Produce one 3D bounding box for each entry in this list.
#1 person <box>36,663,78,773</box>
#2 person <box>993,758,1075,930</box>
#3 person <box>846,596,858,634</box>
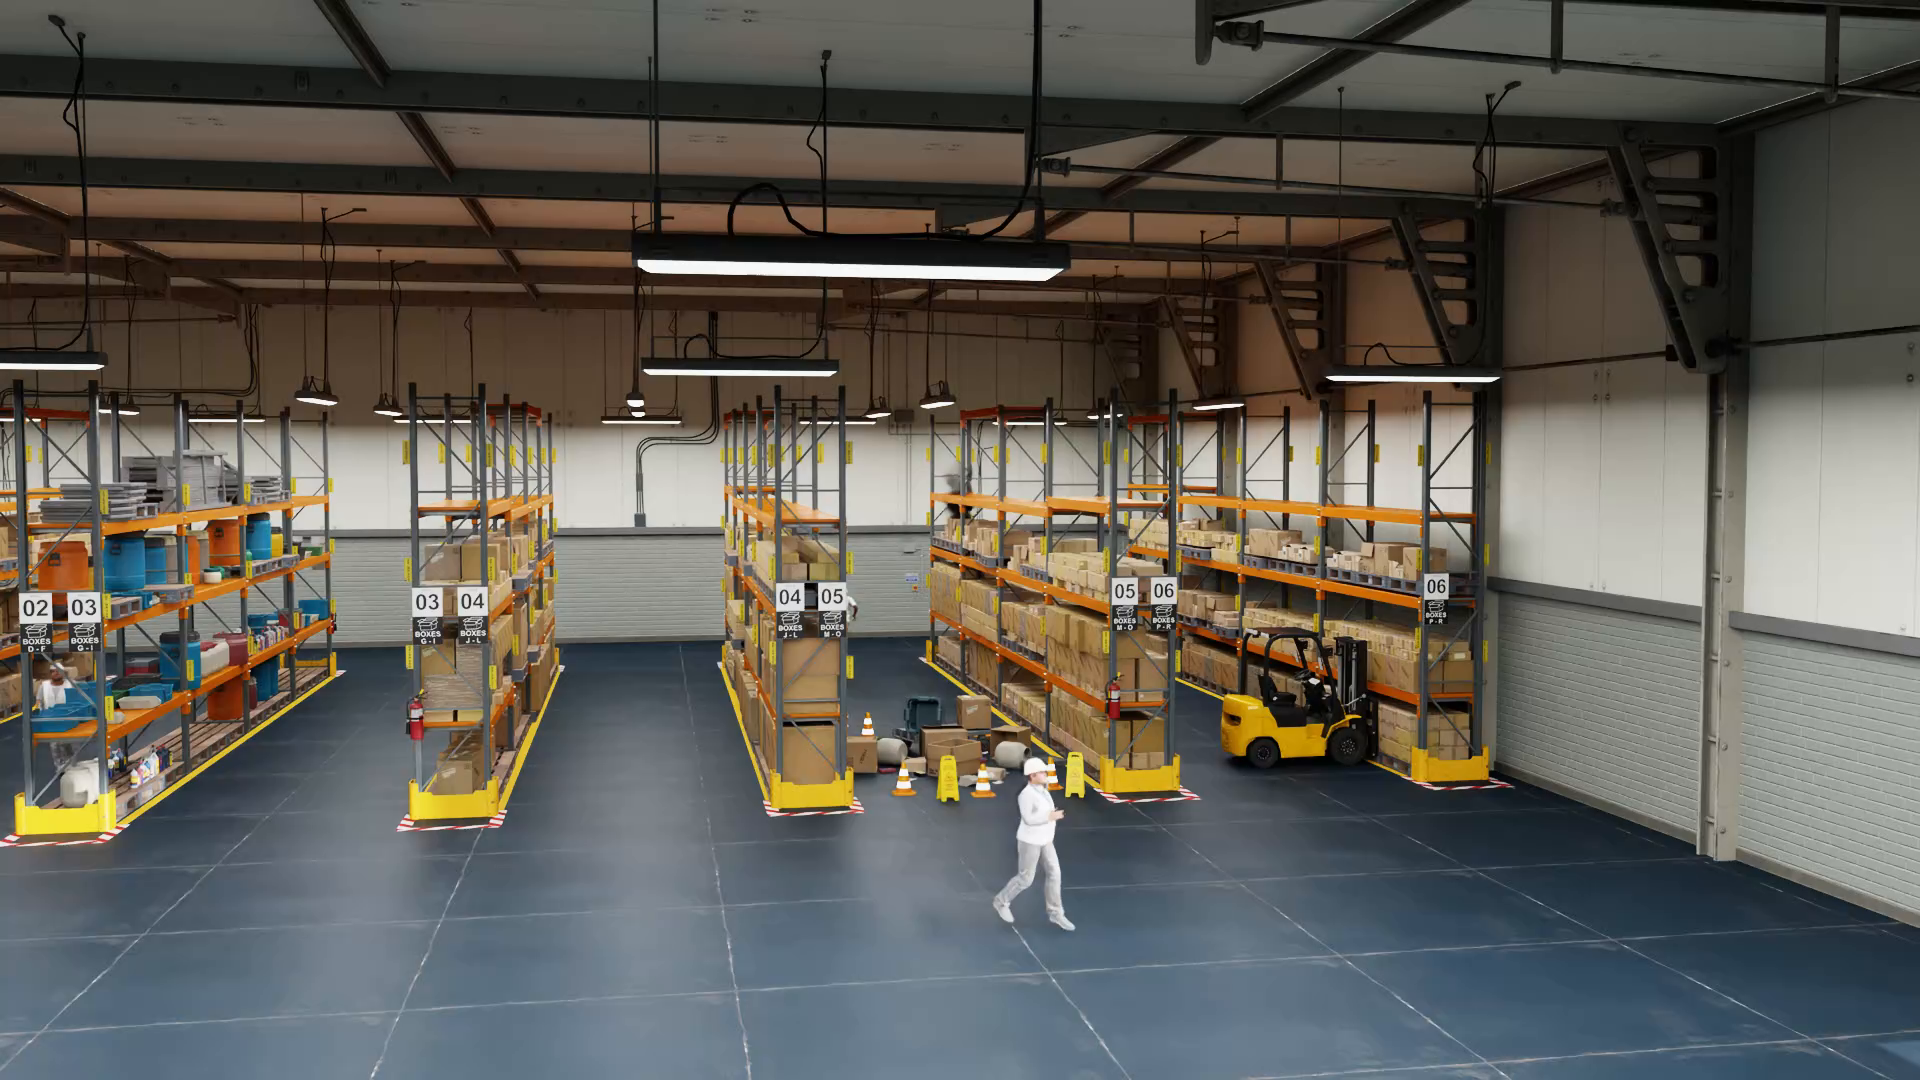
[{"bbox_3d":[-14.070,2.802,25.947,0.645,1.770,0.684,-1,3,-14],"label":"person"},{"bbox_3d":[0.778,3.201,17.600,0.894,1.800,0.674,2,3,28],"label":"person"},{"bbox_3d":[-2.732,1.896,37.901,0.699,1.802,0.919,-1,3,-18],"label":"person"}]
